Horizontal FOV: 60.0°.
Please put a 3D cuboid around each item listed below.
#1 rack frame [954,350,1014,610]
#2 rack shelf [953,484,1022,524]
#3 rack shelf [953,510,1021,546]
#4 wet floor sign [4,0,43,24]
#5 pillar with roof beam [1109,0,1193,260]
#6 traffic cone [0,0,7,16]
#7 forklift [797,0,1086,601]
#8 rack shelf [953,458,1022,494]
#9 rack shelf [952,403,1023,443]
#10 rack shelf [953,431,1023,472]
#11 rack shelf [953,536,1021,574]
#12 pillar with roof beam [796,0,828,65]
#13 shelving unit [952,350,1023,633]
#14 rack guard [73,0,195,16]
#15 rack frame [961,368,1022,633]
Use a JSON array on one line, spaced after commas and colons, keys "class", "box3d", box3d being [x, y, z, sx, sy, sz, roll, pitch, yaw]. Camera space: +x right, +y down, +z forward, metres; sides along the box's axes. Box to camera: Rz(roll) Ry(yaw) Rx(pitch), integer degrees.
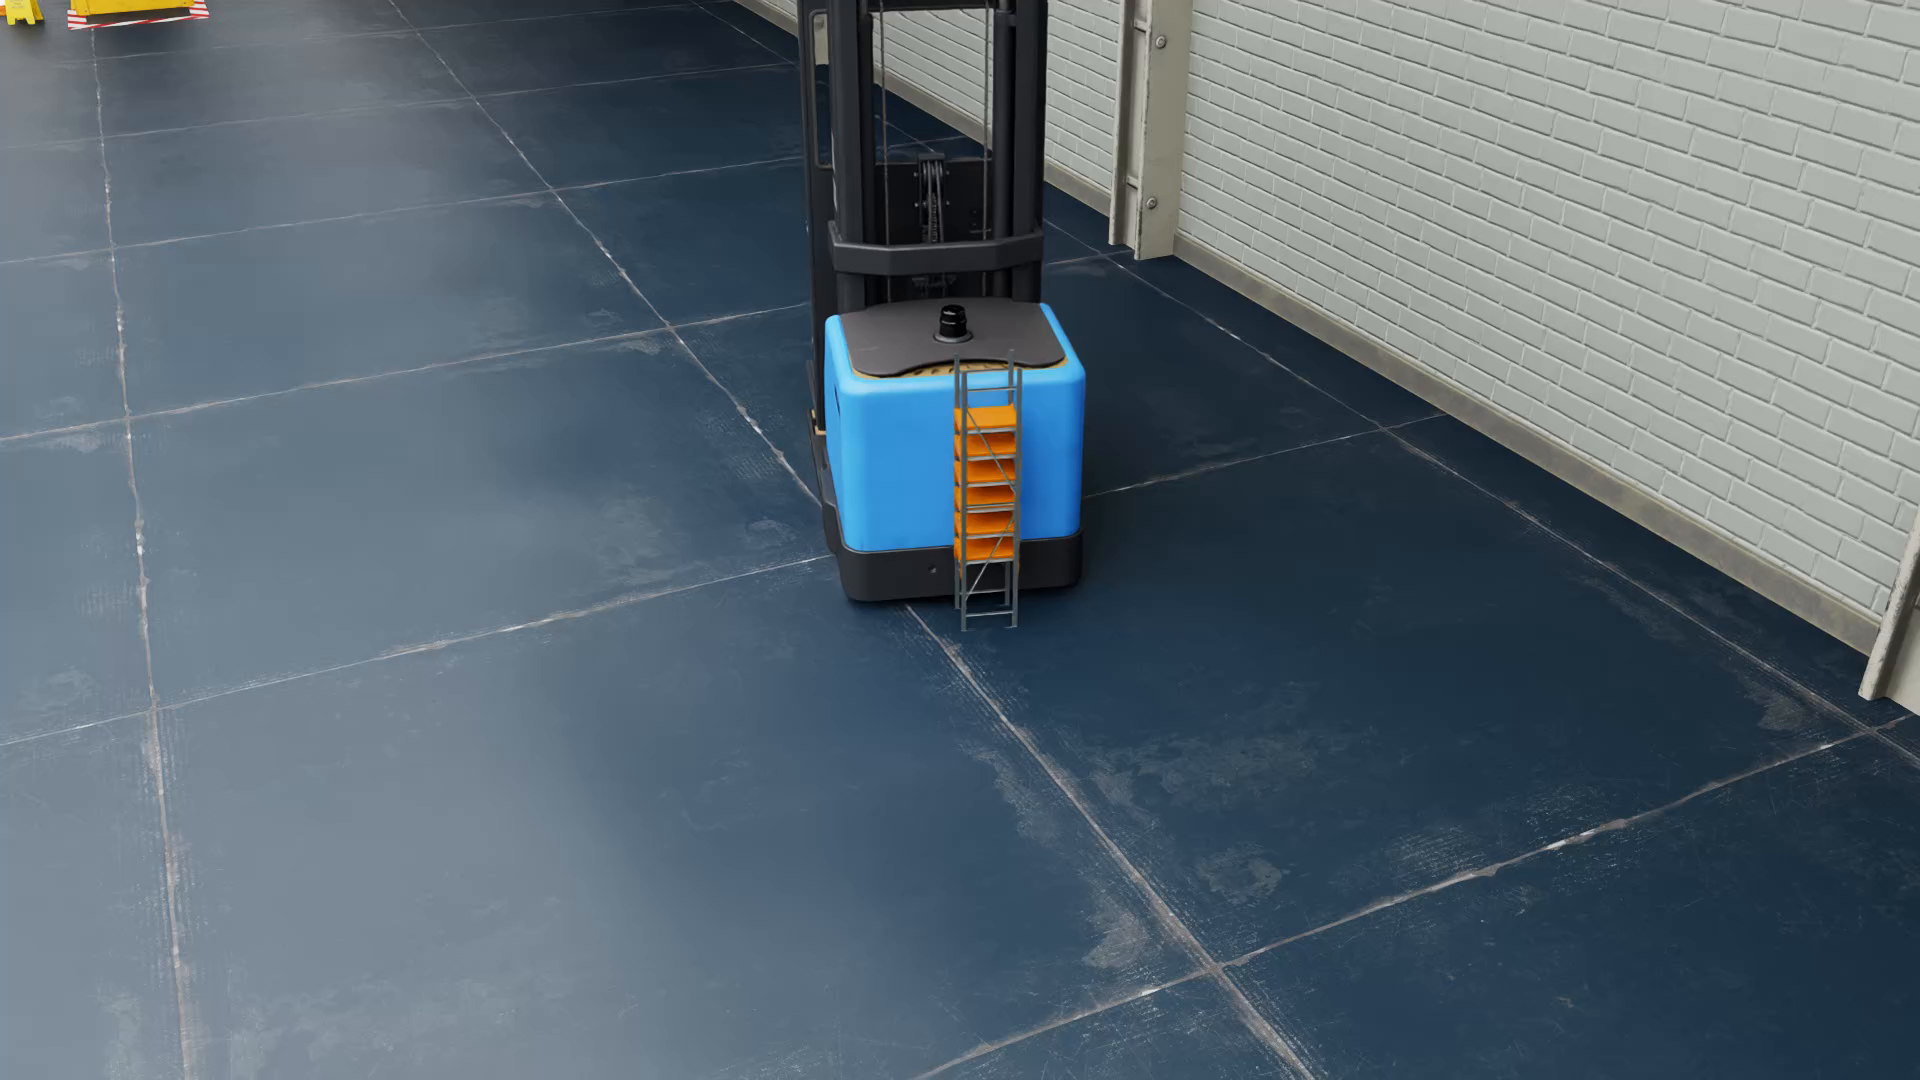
[{"class": "rack frame", "box3d": [0.097, -0.229, 6.931, 0.240, 1.200, 0.006, -4, 30, -8]}, {"class": "rack shelf", "box3d": [0.111, -0.146, 6.874, 0.258, 0.103, 0.180, -4, 30, -8]}, {"class": "rack shelf", "box3d": [0.111, -0.041, 6.933, 0.258, 0.103, 0.180, -4, 30, -8]}, {"class": "wet floor sign", "box3d": [-9.795, -5.714, 17.280, 0.267, 0.644, 0.232, -3, 29, -5]}, {"class": "pillar with roof beam", "box3d": [-2.650, -5.002, 7.469, 9.100, 9.000, 0.400, -13, 32, -22]}, {"class": "traffic cone", "box3d": [-10.260, -5.862, 17.731, 0.336, 0.463, 0.334, -13, 32, -22]}, {"class": "forklift", "box3d": [-0.198, -1.715, 7.812, 1.130, 2.935, 3.031, -4, 30, -8]}, {"class": "rack shelf", "box3d": [0.111, -0.250, 6.815, 0.258, 0.103, 0.180, -4, 30, -8]}, {"class": "rack shelf", "box3d": [0.111, -0.460, 6.698, 0.258, 0.103, 0.180, -4, 30, -8]}, {"class": "rack shelf", "box3d": [0.111, -0.355, 6.757, 0.258, 0.103, 0.180, -4, 30, -8]}, {"class": "rack shelf", "box3d": [0.111, 0.064, 6.991, 0.258, 0.103, 0.180, -4, 30, -8]}, {"class": "pillar with roof beam", "box3d": [-5.226, -7.652, 12.196, 9.100, 9.000, 0.400, -13, 32, -22]}, {"class": "shelving unit", "box3d": [0.111, -0.185, 6.852, 0.258, 1.200, 0.189, -4, 30, -8]}, {"class": "rack guard", "box3d": [-8.943, -5.993, 17.926, 1.175, 0.500, 0.348, -13, 32, -22]}, {"class": "rack frame", "box3d": [0.125, -0.140, 6.773, 0.240, 1.200, 0.006, -4, 30, -8]}]
